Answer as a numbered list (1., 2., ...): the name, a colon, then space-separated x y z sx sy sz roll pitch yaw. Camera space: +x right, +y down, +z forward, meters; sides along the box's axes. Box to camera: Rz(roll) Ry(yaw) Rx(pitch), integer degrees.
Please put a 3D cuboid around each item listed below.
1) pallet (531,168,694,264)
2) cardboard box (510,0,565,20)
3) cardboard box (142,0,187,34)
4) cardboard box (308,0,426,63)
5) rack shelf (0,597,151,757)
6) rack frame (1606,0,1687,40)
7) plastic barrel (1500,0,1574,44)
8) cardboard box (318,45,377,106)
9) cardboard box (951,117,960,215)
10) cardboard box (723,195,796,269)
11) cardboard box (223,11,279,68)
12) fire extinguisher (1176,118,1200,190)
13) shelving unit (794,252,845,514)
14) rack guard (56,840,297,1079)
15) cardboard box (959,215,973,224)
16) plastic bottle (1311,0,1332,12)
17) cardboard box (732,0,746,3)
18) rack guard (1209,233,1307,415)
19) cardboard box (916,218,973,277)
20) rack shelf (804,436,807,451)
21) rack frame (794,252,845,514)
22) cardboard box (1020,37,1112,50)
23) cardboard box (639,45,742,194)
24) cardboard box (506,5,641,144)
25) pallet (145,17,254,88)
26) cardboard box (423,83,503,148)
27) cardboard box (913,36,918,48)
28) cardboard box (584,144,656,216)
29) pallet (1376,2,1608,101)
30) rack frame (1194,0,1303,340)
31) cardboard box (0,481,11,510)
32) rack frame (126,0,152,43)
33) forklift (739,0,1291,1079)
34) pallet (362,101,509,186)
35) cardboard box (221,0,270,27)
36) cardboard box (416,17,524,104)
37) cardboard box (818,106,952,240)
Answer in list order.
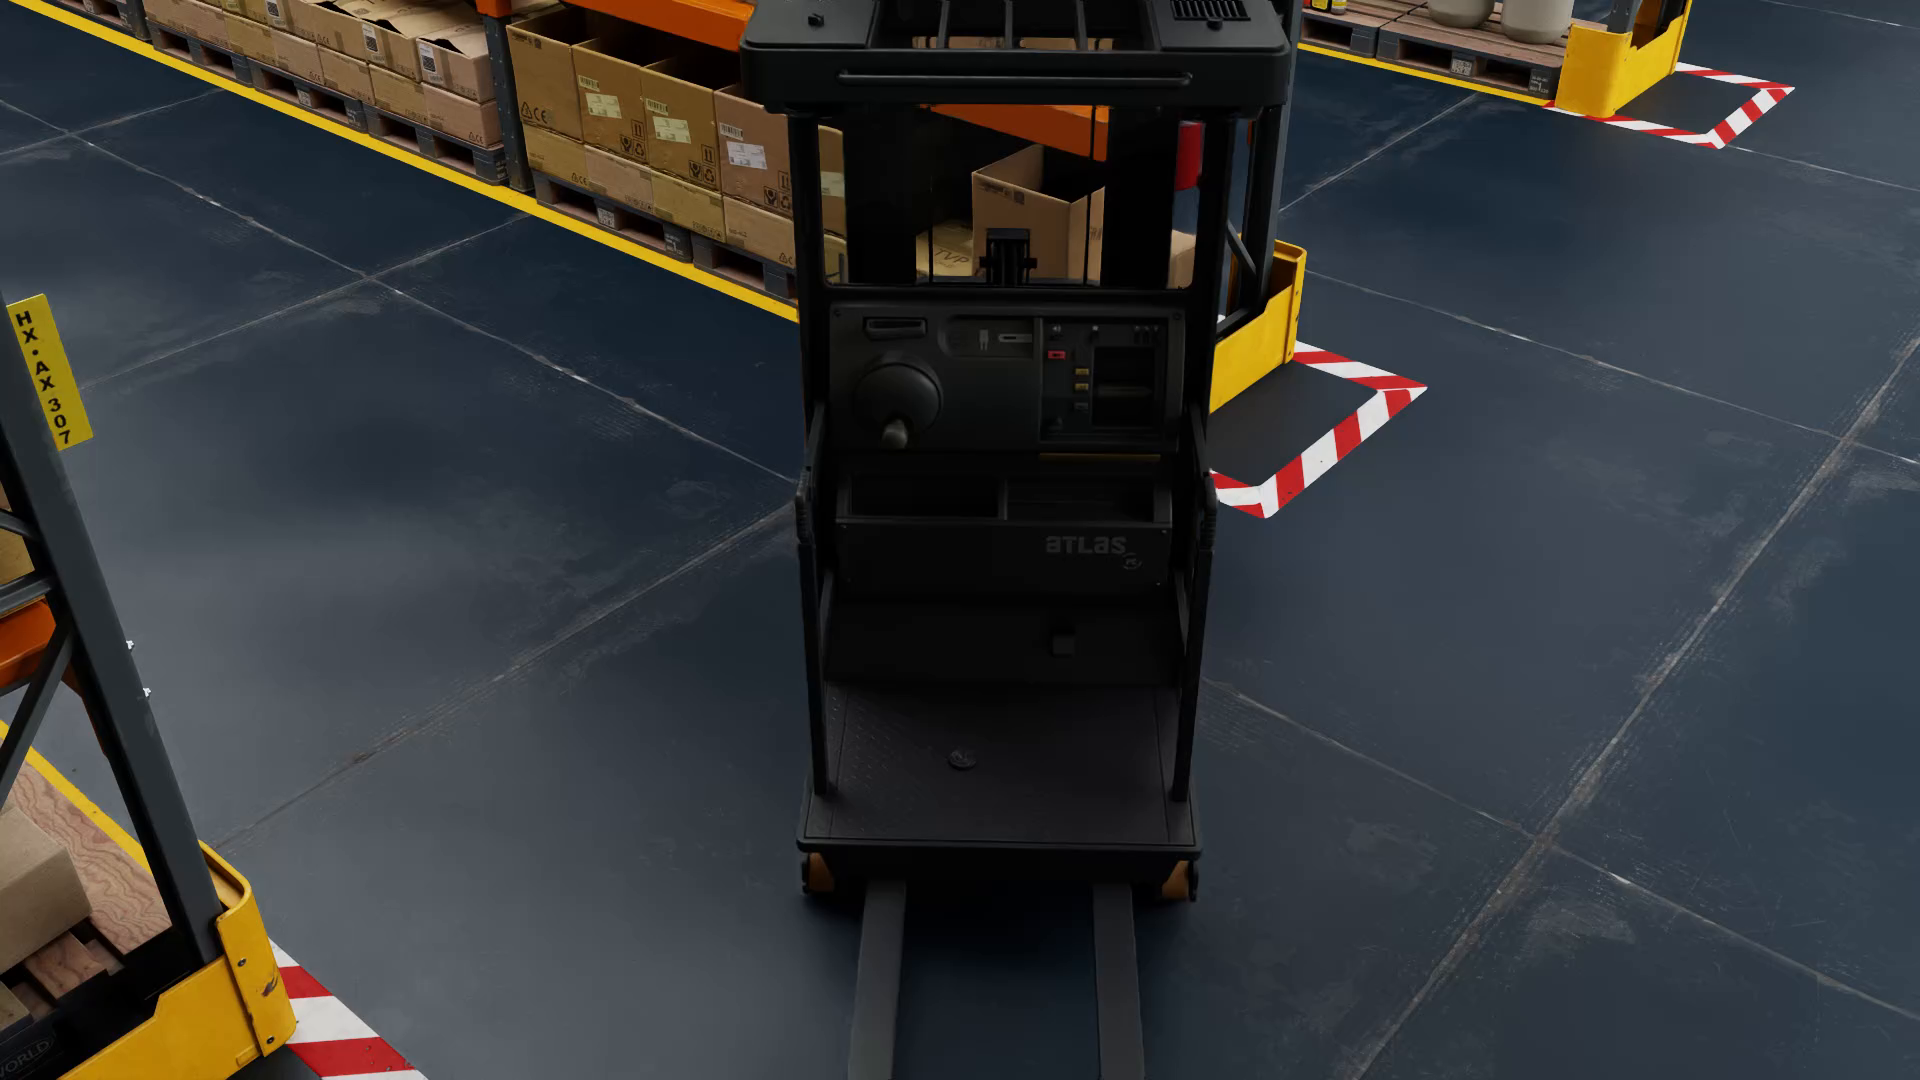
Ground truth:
1. pallet: -1.492 -1.883 8.805 1.213 0.211 1.003 25 42 32
2. cardboard box: -2.235 -2.867 9.338 0.500 0.311 0.500 25 42 32
3. cardboard box: -4.936 -3.510 10.769 0.500 0.250 0.500 25 42 32
4. cardboard box: -3.357 -2.999 9.530 0.500 0.311 0.500 25 42 32
5. rack shelf: -3.706 -0.161 4.470 4.000 0.370 1.077 25 42 32
6. rack frame: 4.170 -4.043 9.488 0.127 3.000 1.000 25 42 32
7. plastic barrel: 3.615 -3.396 10.372 0.421 0.512 0.421 0 34 0
8. cardboard box: -3.361 -2.771 9.694 0.500 0.250 0.500 26 42 33
9. cardboard box: -0.050 -1.885 7.741 0.500 0.500 0.500 25 42 32
10. cardboard box: -0.764 -1.533 7.891 0.500 0.250 0.500 25 42 32
11. cardboard box: -4.145 -3.142 10.234 0.500 0.250 0.500 24 41 31
12. fire extinguisher: 0.791 -1.613 6.017 0.183 0.674 0.296 25 42 32
13. shelving unit: -0.423 -0.496 6.045 0.215 1.050 0.252 -22 40 -29
14. rack guard: -2.227 1.270 3.960 0.348 0.500 1.175 25 42 32
15. cardboard box: 0.341 -1.400 7.697 0.500 0.250 0.500 25 42 32
16. plastic bottle: 2.377 -3.614 10.873 0.133 0.283 0.061 26 42 33
17. cardboard box: -0.939 -2.850 7.662 0.500 0.500 0.700 26 42 32
18. rack guard: 1.016 -0.851 7.047 0.348 0.500 1.175 25 42 32
19. cardboard box: 0.005 -1.171 7.363 0.500 0.250 0.500 25 42 32
20. rack shelf: -0.423 -0.258 6.208 0.215 0.259 0.240 -22 40 -29
21. rack frame: -0.494 -0.552 6.126 0.200 1.050 0.008 -22 40 -29
22. cardboard box: 0.647 -2.106 6.578 0.500 0.500 0.700 25 42 32
23. cardboard box: -1.152 -2.021 7.939 0.500 0.500 0.500 25 42 32
24. cardboard box: -1.920 -2.383 8.466 0.500 0.500 0.500 25 42 32
25. pallet: -4.543 -3.323 10.902 1.213 0.211 1.003 25 42 32
26. cardboard box: -2.580 -2.402 9.156 0.500 0.250 0.500 25 42 31
27. cardboard box: -0.137 -2.476 7.118 0.500 0.500 0.700 26 42 32
28. cardboard box: -1.533 -1.895 8.418 0.500 0.250 0.500 25 42 32
29. pallet: 3.461 -3.198 10.720 1.213 0.211 1.003 25 42 32
30. rack frame: 0.998 -1.890 6.352 0.127 3.000 1.000 25 42 32
31. cardboard box: -2.343 -0.292 3.479 0.500 0.500 0.500 25 42 32
32. rack frame: -5.150 -4.787 10.571 0.127 3.000 1.000 25 42 32
33. forklift: 0.118 -0.365 4.193 1.130 2.935 3.031 1 34 1
34. pallet: -2.667 -2.439 9.615 1.213 0.211 1.003 25 42 32
35. cardboard box: -4.136 -3.368 10.068 0.500 0.311 0.500 24 41 31
36. cardboard box: -2.571 -2.631 8.994 0.500 0.311 0.500 25 42 32
37. cardboard box: -0.383 -1.659 7.412 0.500 0.500 0.500 25 42 32
